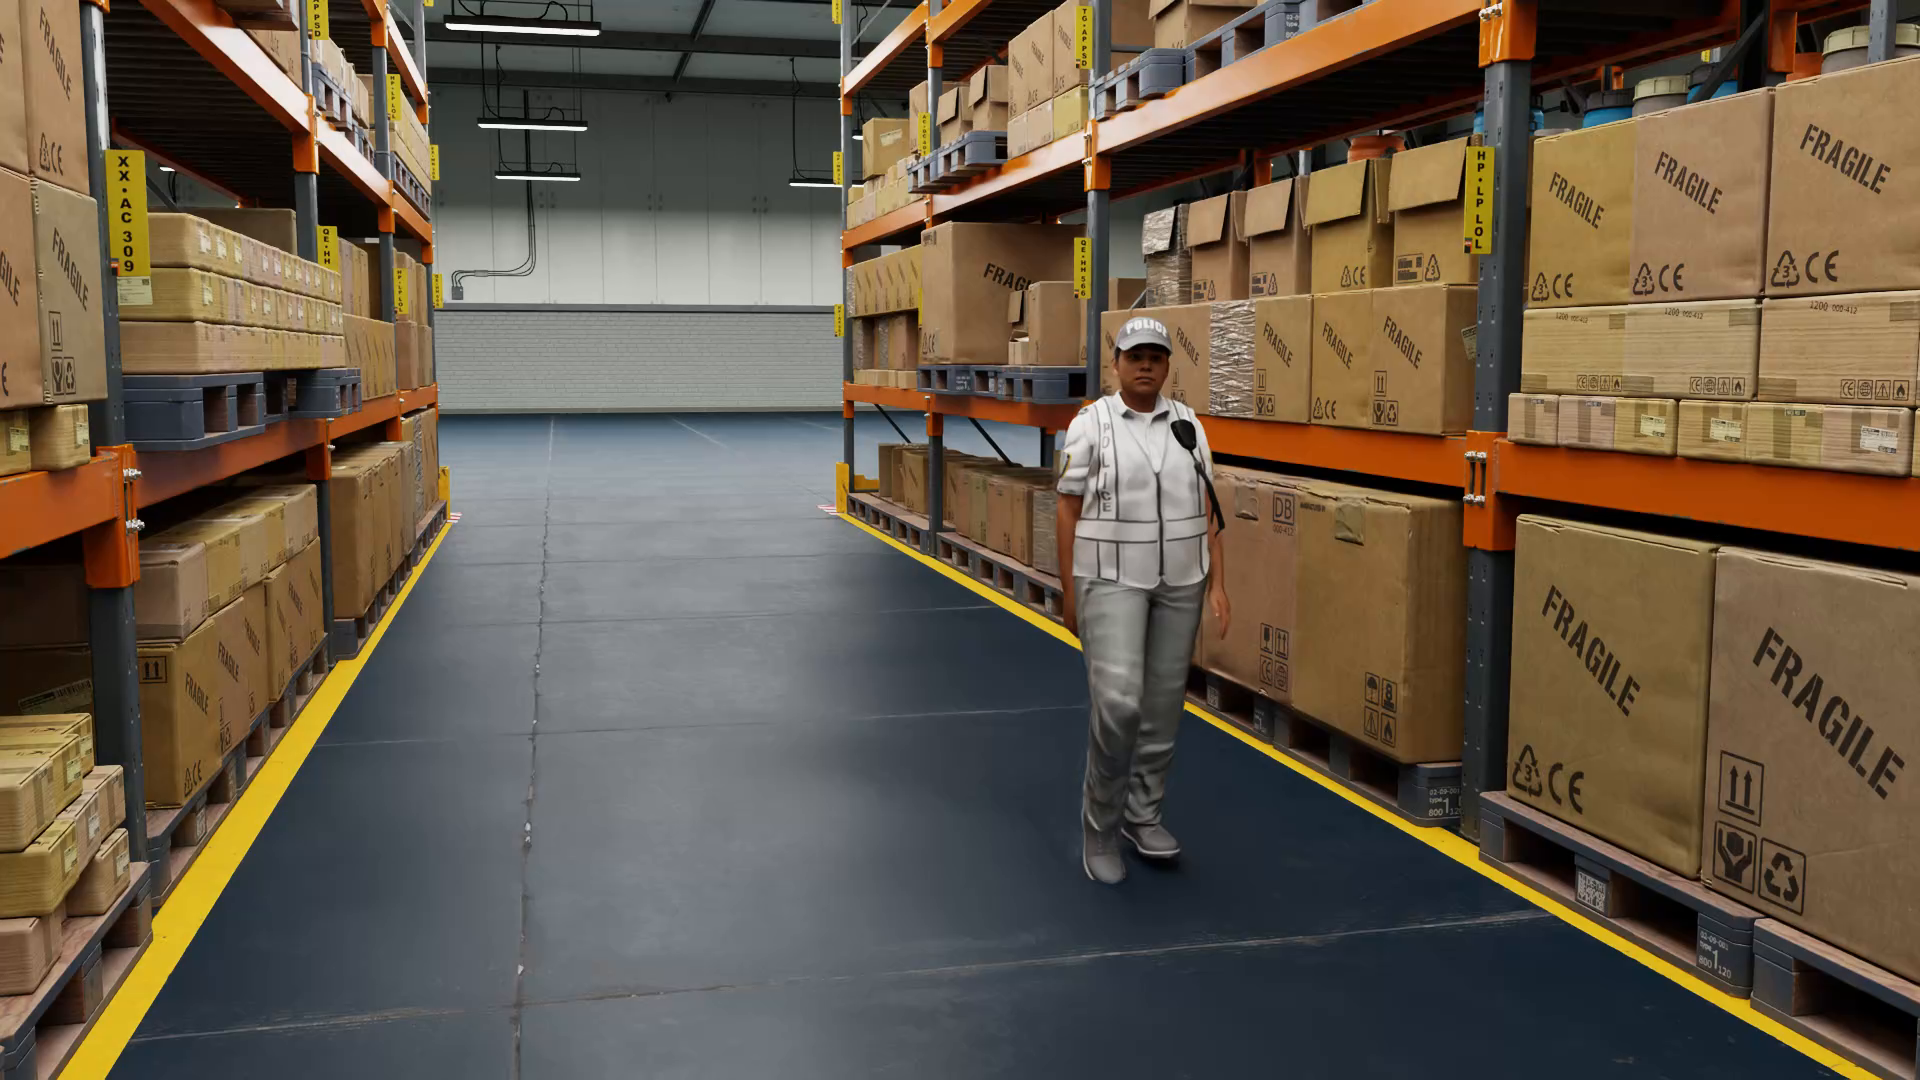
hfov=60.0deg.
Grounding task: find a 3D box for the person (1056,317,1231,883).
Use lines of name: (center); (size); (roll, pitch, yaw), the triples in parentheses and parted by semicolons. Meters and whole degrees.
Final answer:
person: (0.564, 0.186, 5.031); (0.479, 1.712, 0.475); (-2, 6, -15)
